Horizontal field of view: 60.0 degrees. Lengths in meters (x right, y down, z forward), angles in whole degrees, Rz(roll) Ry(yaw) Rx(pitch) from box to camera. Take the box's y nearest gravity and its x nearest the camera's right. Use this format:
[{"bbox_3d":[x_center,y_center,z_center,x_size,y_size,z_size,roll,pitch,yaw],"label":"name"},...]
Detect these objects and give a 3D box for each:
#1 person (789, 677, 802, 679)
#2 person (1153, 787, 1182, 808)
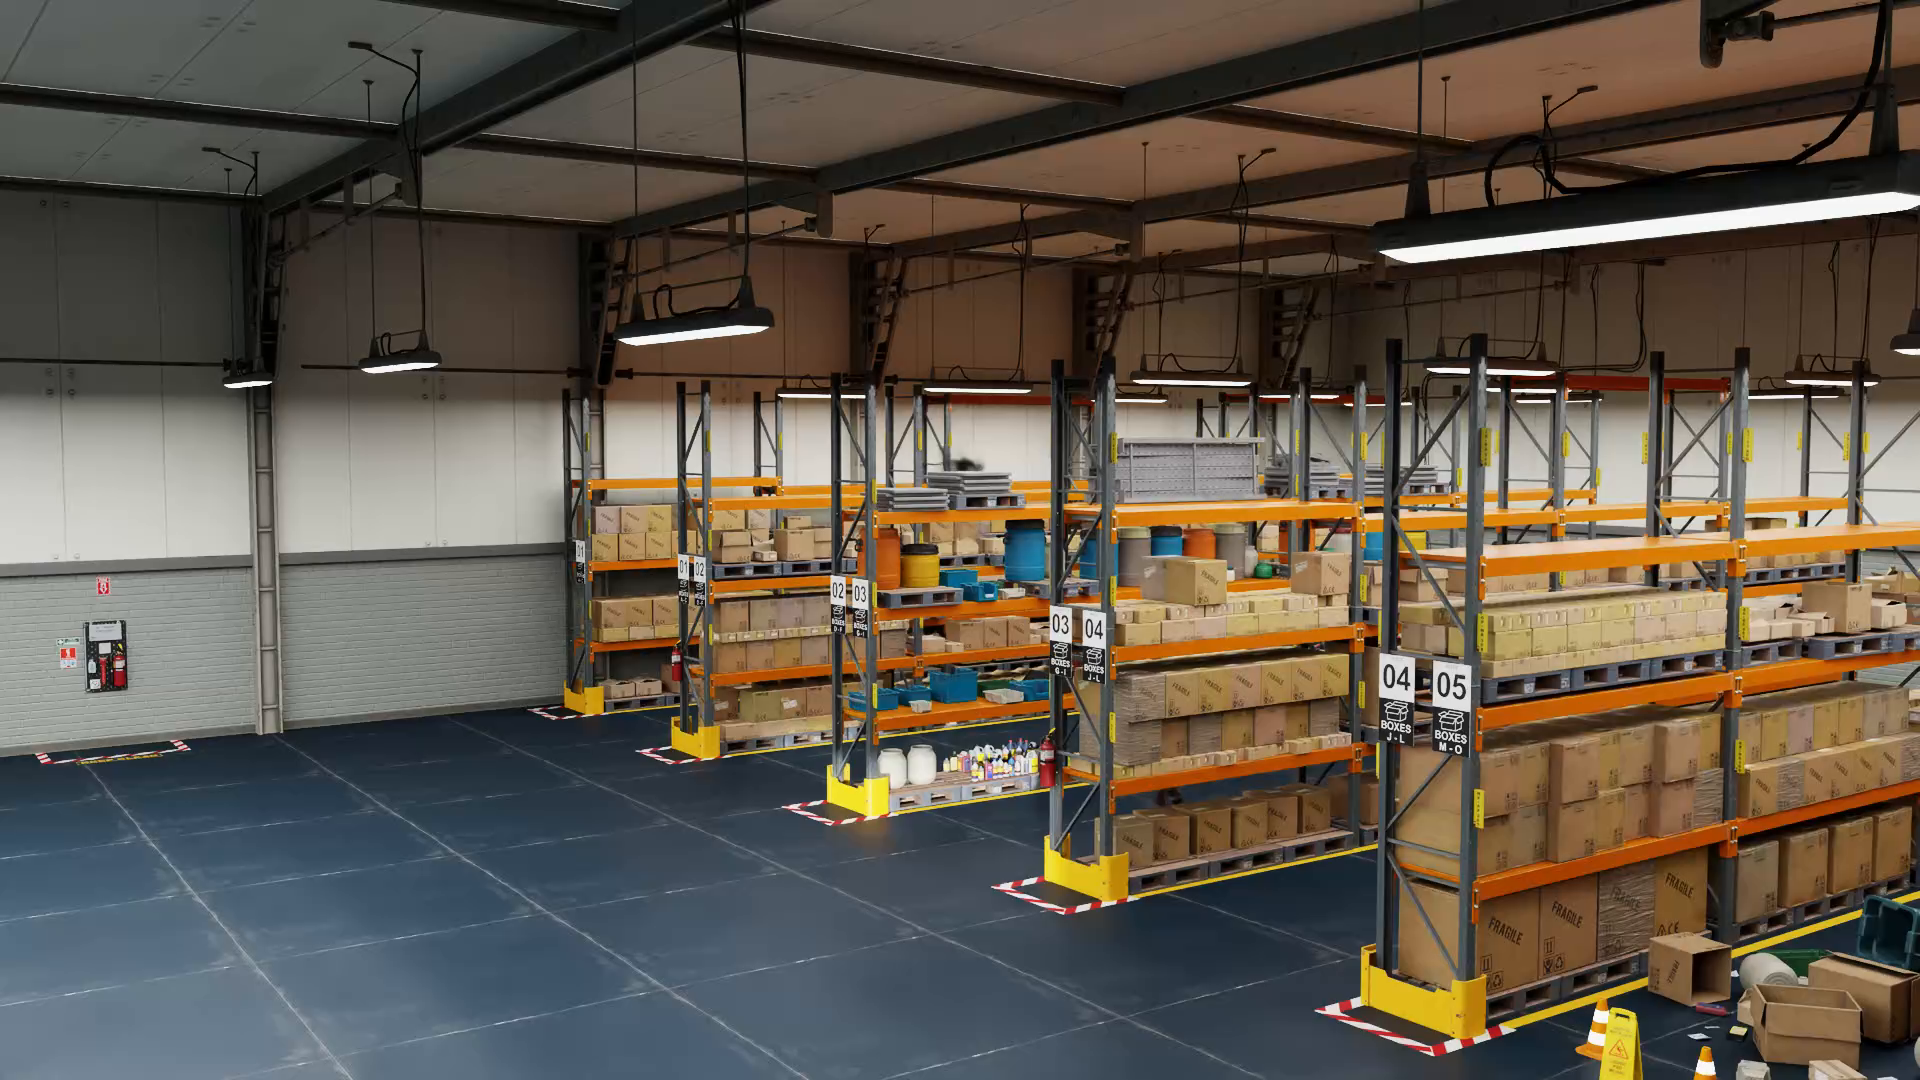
[{"bbox_3d":[-3.014,2.374,30.363,0.550,1.629,0.565,3,5,41],"label":"person"},{"bbox_3d":[2.739,2.864,22.258,0.828,1.777,0.658,-3,5,-42],"label":"person"}]
